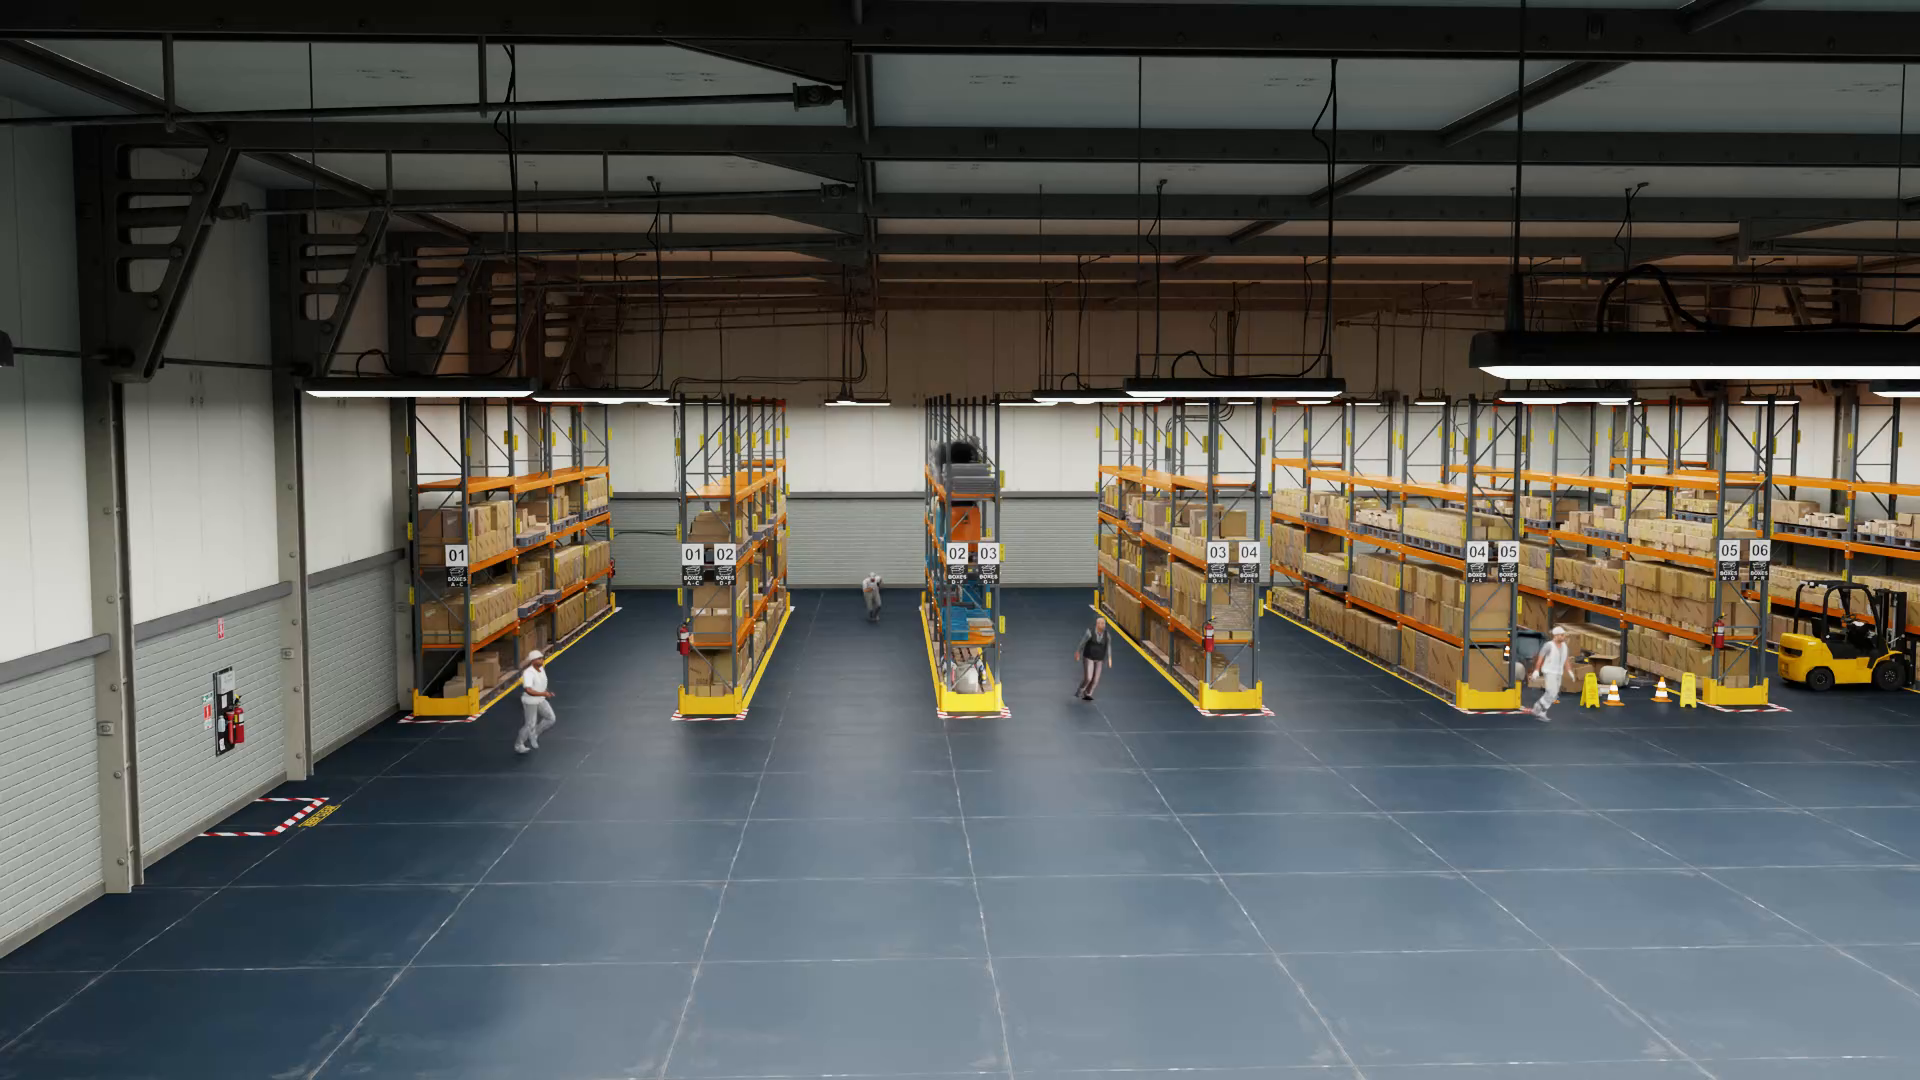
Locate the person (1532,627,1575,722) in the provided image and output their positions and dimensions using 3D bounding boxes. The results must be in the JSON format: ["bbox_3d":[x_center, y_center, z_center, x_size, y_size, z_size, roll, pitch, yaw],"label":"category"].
[{"bbox_3d":[10.795,2.449,30.314,0.665,1.757,0.578,-2,5,-27],"label":"person"}]

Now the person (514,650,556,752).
[{"bbox_3d":[-7.027,2.667,27.600,0.787,1.704,0.722,1,5,18],"label":"person"}]

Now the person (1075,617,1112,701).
[{"bbox_3d":[2.609,2.324,32.448,0.666,1.669,0.569,-2,5,-21],"label":"person"}]

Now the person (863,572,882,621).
[{"bbox_3d":[-2.348,1.516,44.566,0.602,1.388,0.967,-1,5,-16],"label":"person"}]
